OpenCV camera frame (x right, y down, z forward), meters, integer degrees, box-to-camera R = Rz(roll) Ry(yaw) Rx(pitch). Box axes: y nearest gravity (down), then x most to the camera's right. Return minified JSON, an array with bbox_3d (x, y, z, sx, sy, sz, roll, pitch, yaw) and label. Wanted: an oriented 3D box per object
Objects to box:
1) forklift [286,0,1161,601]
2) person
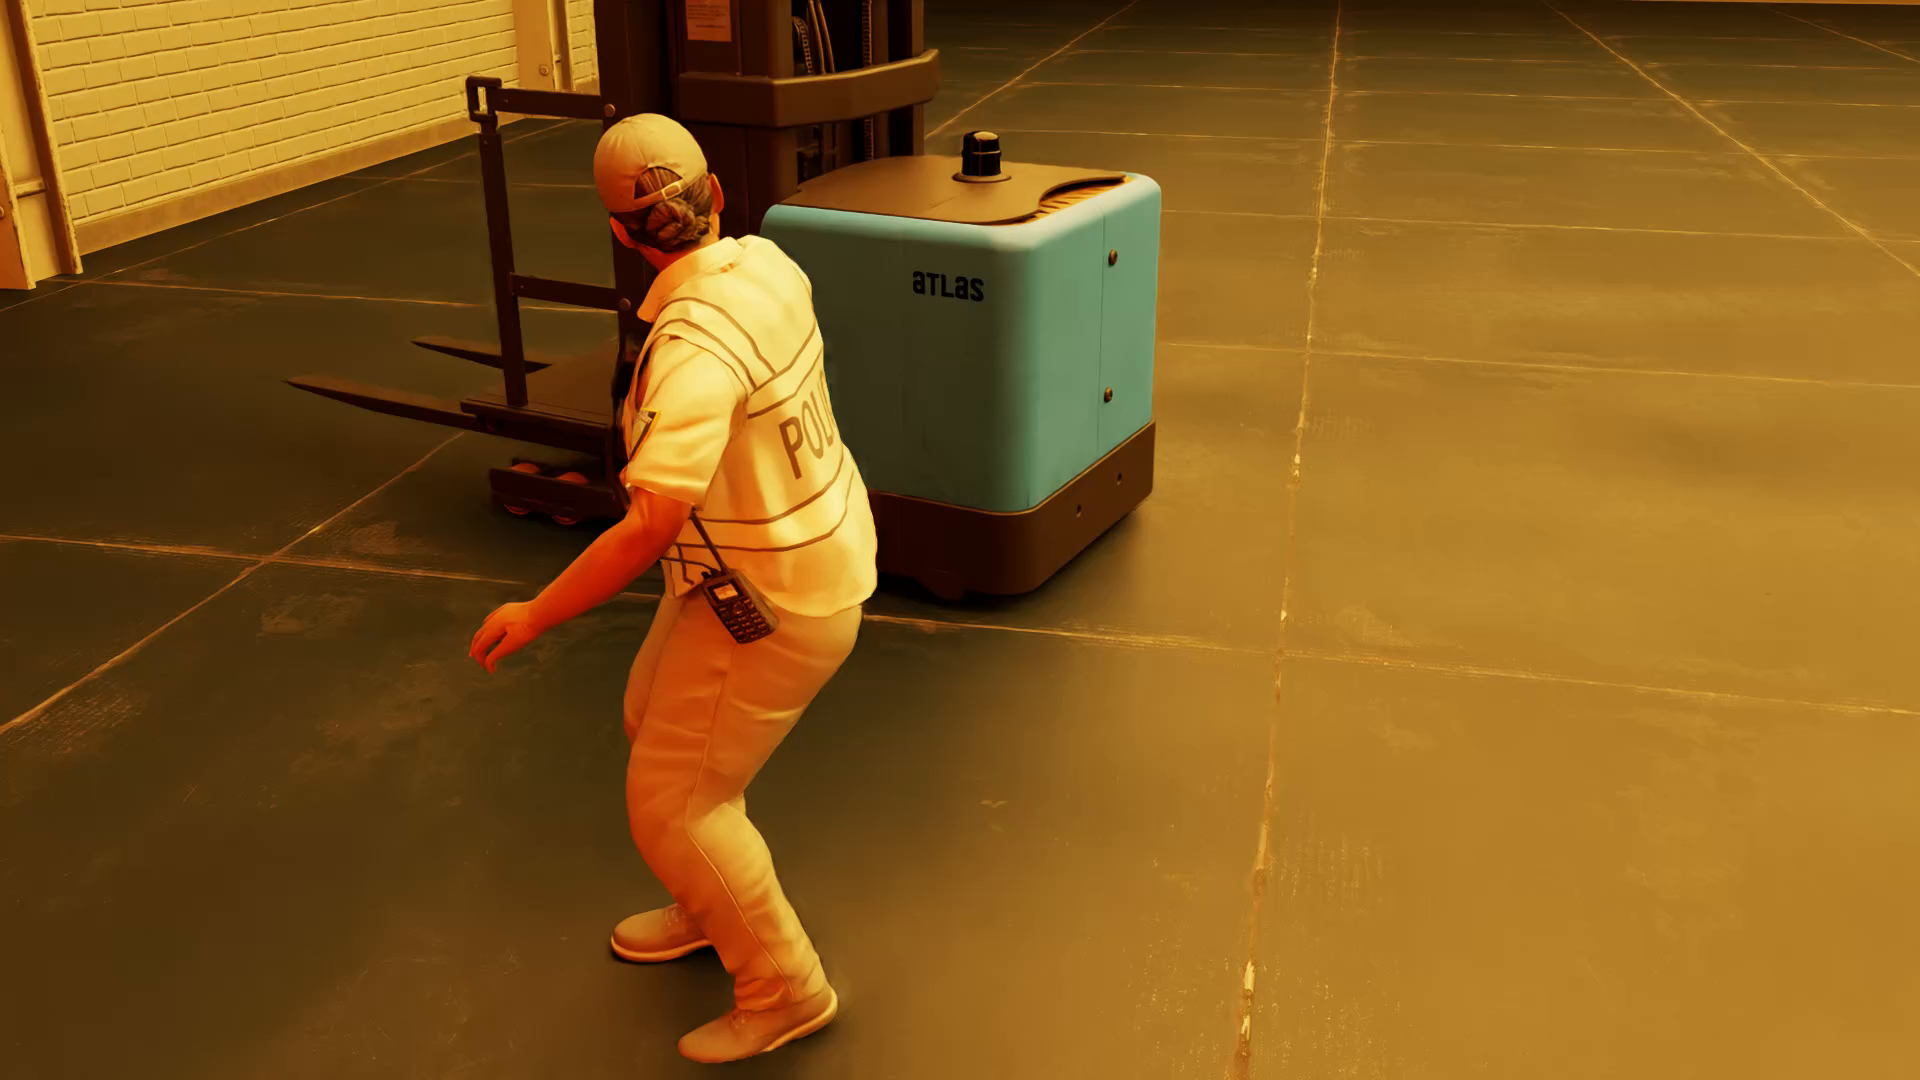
[{"bbox_3d":[-0.926,-1.566,5.107,3.031,2.935,1.130,11,25,26],"label":"forklift"},{"bbox_3d":[-0.455,0.104,2.837,0.630,1.622,0.719,0,22,0],"label":"person"}]
